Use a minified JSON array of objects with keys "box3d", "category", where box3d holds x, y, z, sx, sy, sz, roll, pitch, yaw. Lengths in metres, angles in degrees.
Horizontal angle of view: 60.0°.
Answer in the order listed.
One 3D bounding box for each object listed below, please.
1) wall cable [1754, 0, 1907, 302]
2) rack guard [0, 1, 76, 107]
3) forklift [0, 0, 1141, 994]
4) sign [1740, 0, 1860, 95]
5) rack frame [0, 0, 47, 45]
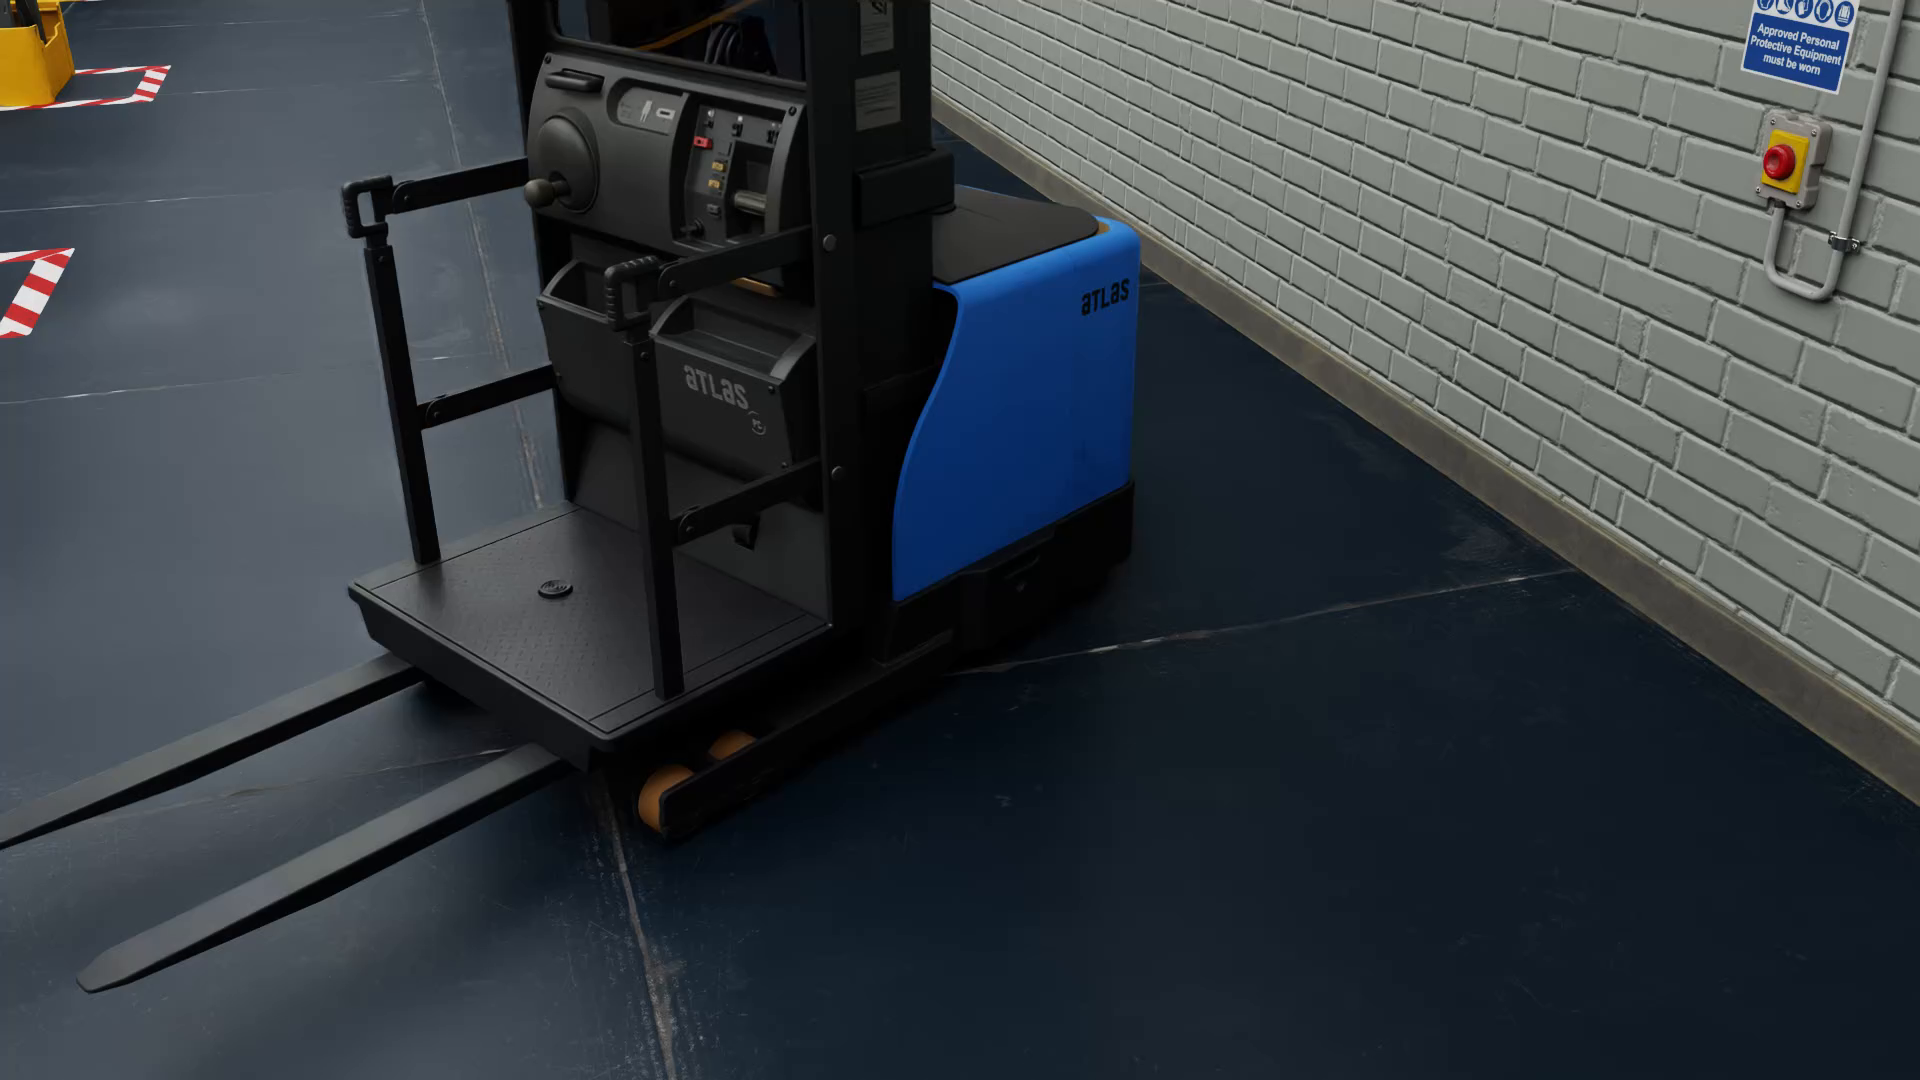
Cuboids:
[{"box3d":[1.987,-1.540,3.801,0.123,1.953,0.585,-8,28,-16],"category":"wall cable"},{"box3d":[-6.413,-3.358,11.453,0.348,0.500,1.175,-8,28,-16],"category":"rack guard"},{"box3d":[-0.843,-0.878,3.722,1.130,2.935,3.031,22,34,37],"category":"forklift"},{"box3d":[2.031,-1.221,4.032,0.001,0.218,0.327,-8,28,-16],"category":"sign"},{"box3d":[-6.436,-4.475,10.890,0.127,3.000,1.000,-8,28,-16],"category":"rack frame"}]
